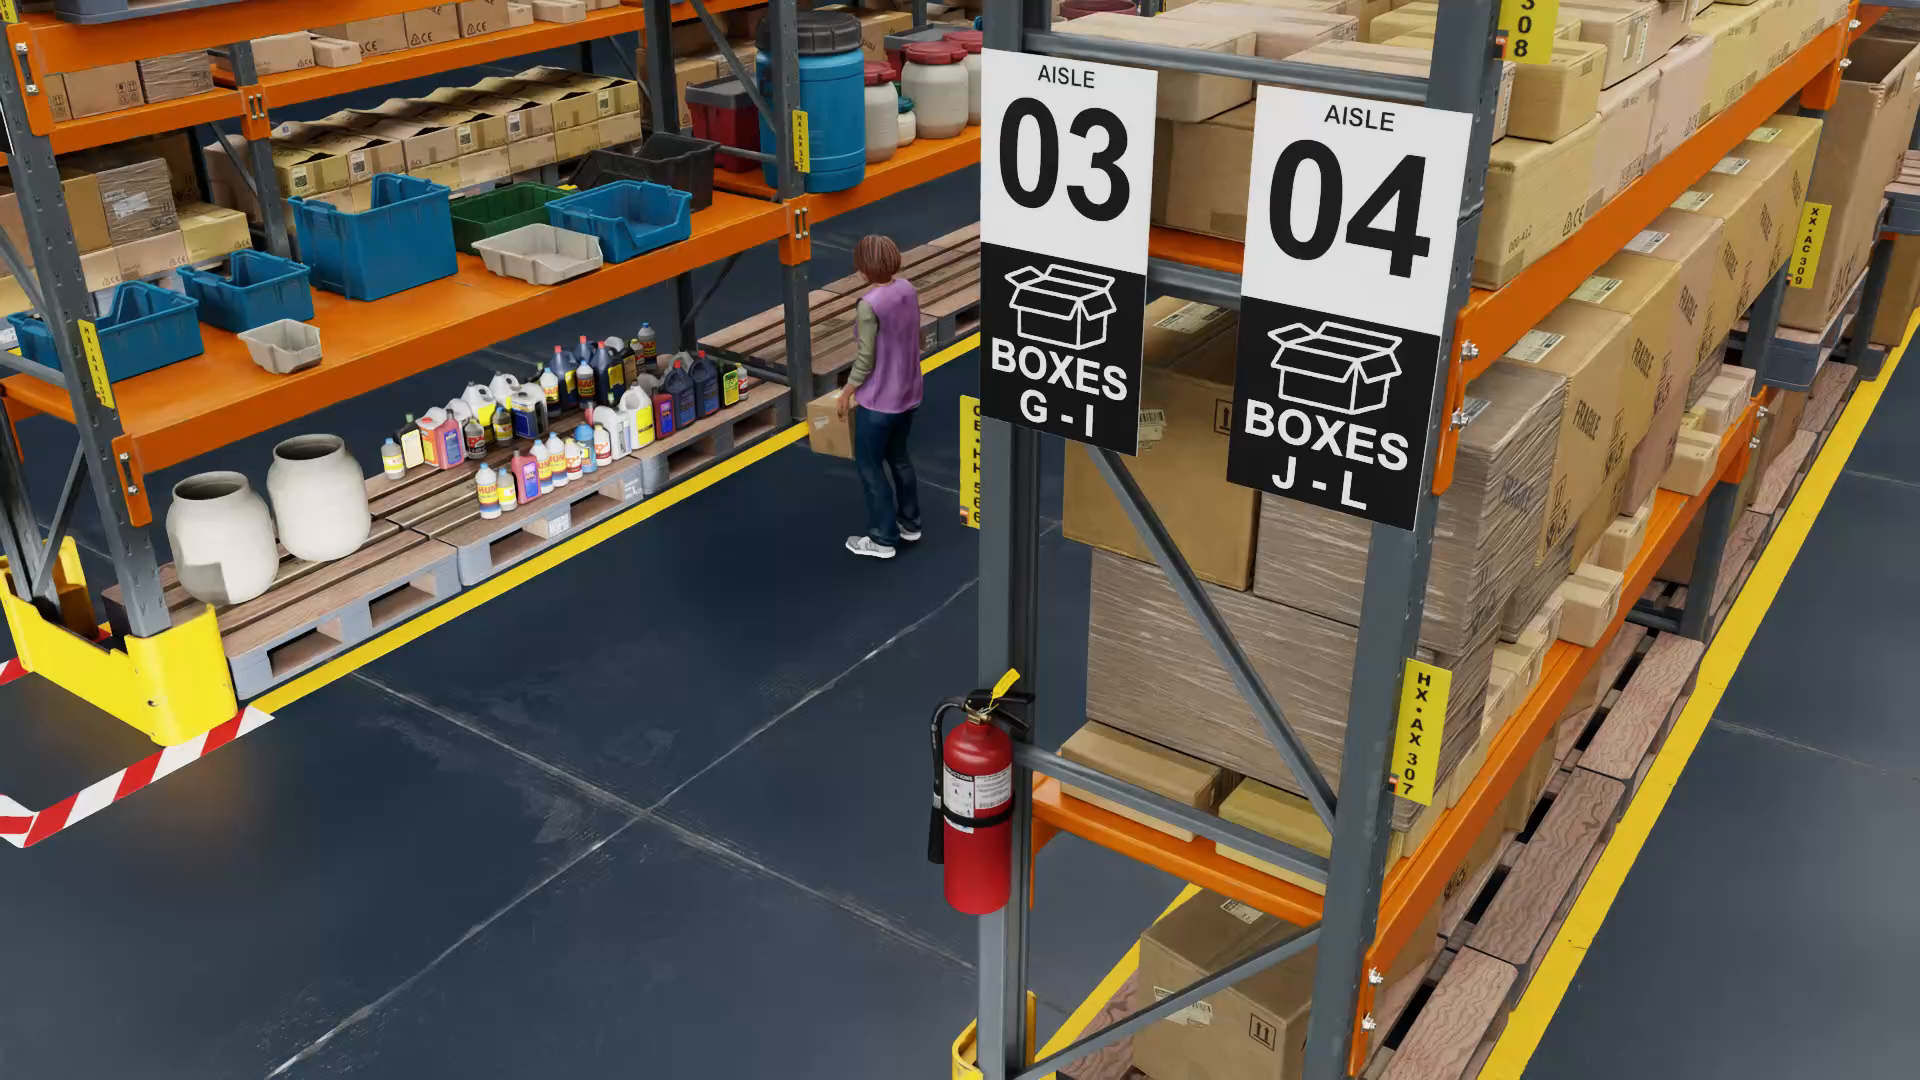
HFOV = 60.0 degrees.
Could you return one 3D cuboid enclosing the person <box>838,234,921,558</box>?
[{"bbox_3d":[-0.370,-0.680,7.937,0.332,1.600,0.447,17,32,29],"label":"person"}]
